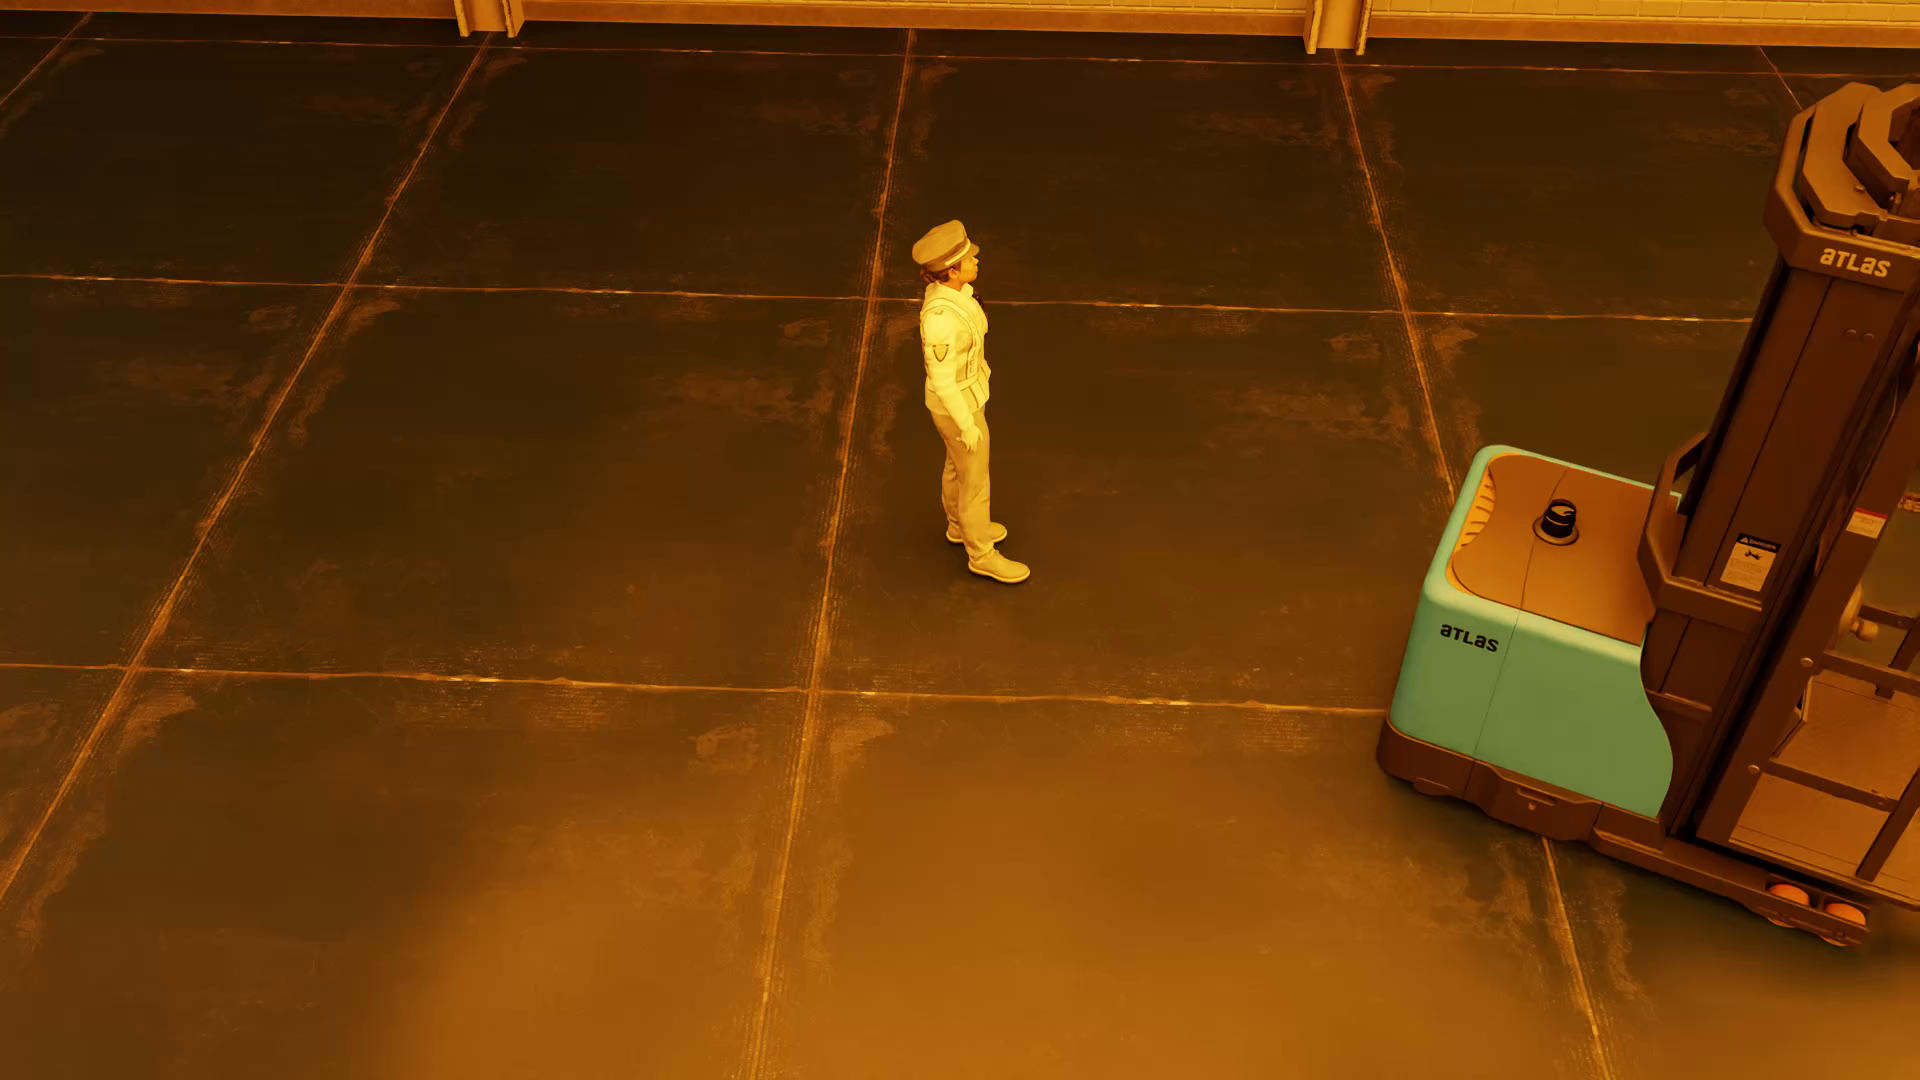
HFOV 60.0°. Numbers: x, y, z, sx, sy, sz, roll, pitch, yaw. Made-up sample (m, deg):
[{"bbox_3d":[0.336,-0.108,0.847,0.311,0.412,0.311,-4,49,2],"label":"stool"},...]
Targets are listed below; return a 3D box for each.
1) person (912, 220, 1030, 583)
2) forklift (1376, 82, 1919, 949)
[{"bbox_3d":[0.067,-0.625,7.333,0.533,1.696,0.588,2,42,2],"label":"person"},{"bbox_3d":[3.265,0.029,5.710,3.031,2.935,1.130,18,45,19],"label":"forklift"}]
